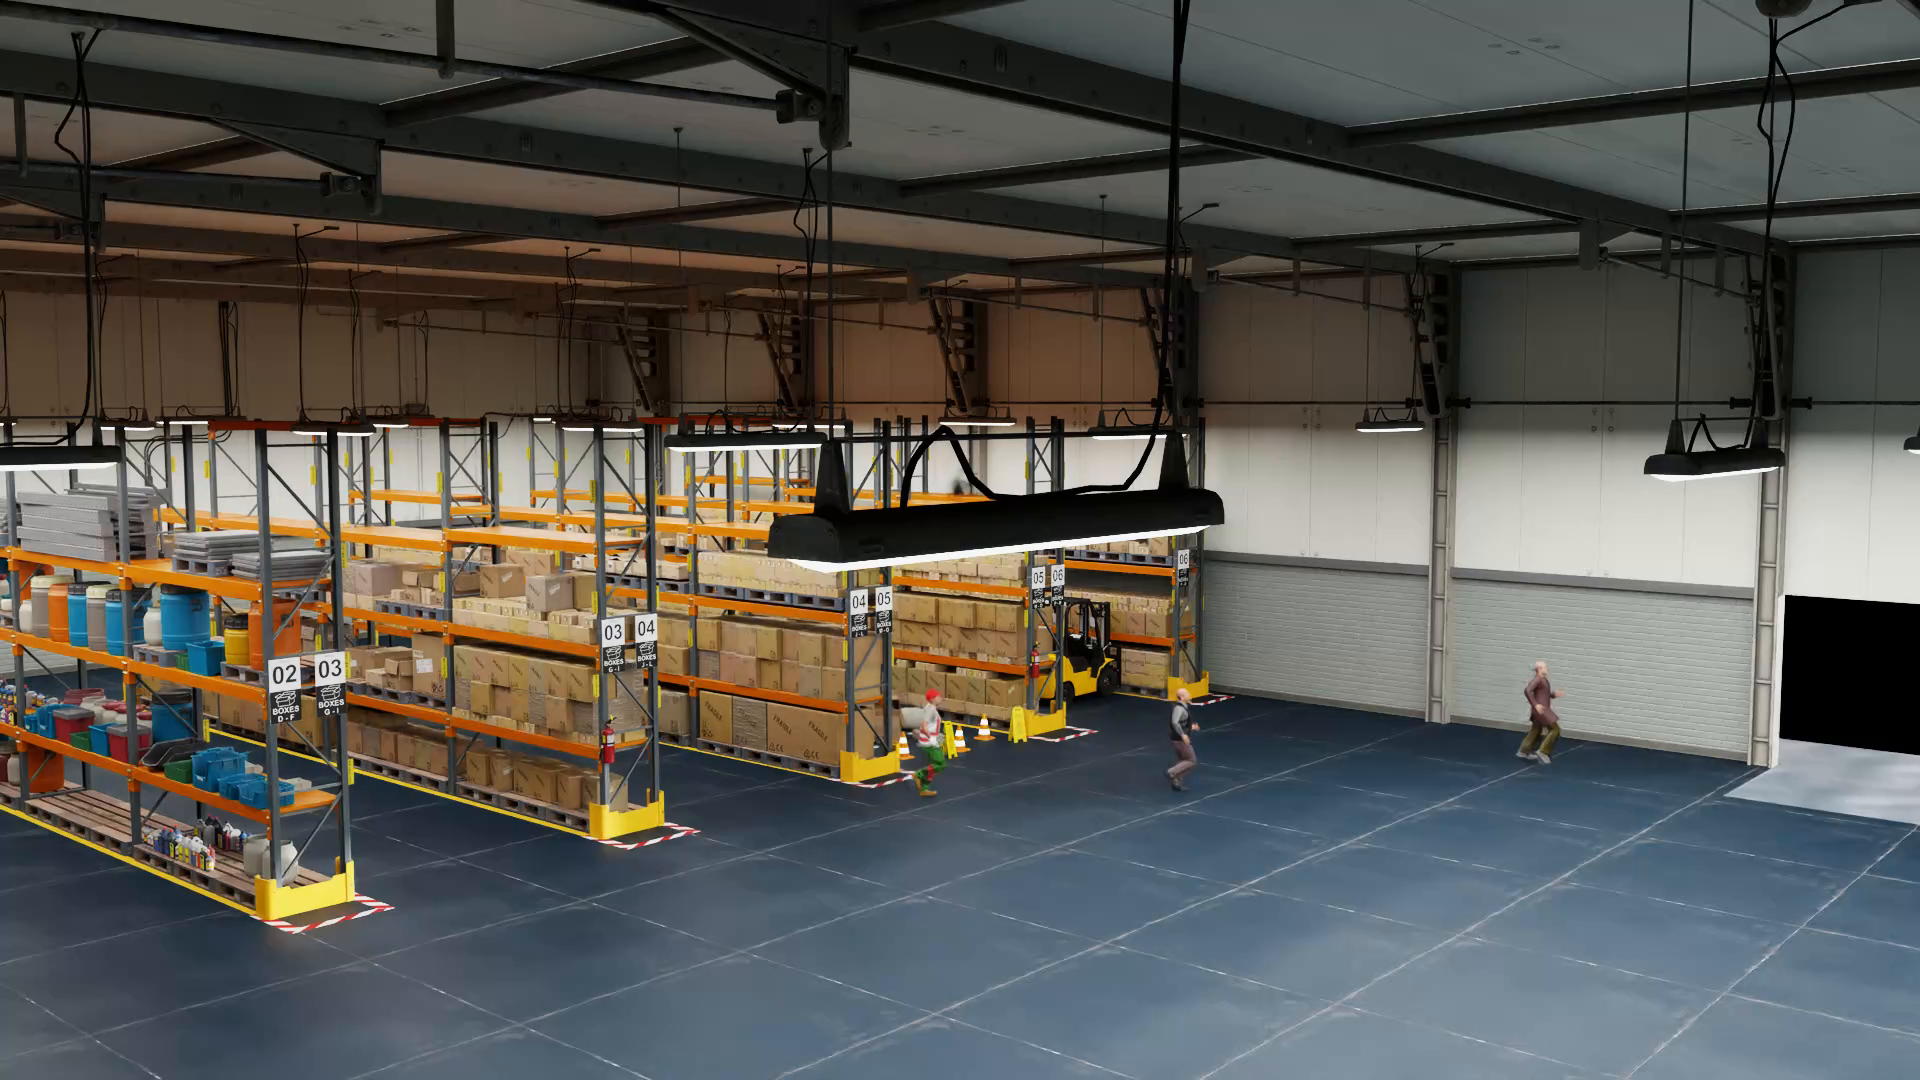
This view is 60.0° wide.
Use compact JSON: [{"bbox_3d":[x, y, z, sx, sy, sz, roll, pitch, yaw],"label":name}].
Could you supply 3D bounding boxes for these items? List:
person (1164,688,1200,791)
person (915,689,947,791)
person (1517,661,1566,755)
[{"bbox_3d":[3.613,3.248,27.055,0.610,1.690,0.652,0,5,-2],"label":"person"},{"bbox_3d":[-0.477,3.233,26.731,0.519,1.672,0.509,-1,5,-9],"label":"person"},{"bbox_3d":[10.186,2.959,29.095,0.775,1.674,0.671,1,5,14],"label":"person"}]
